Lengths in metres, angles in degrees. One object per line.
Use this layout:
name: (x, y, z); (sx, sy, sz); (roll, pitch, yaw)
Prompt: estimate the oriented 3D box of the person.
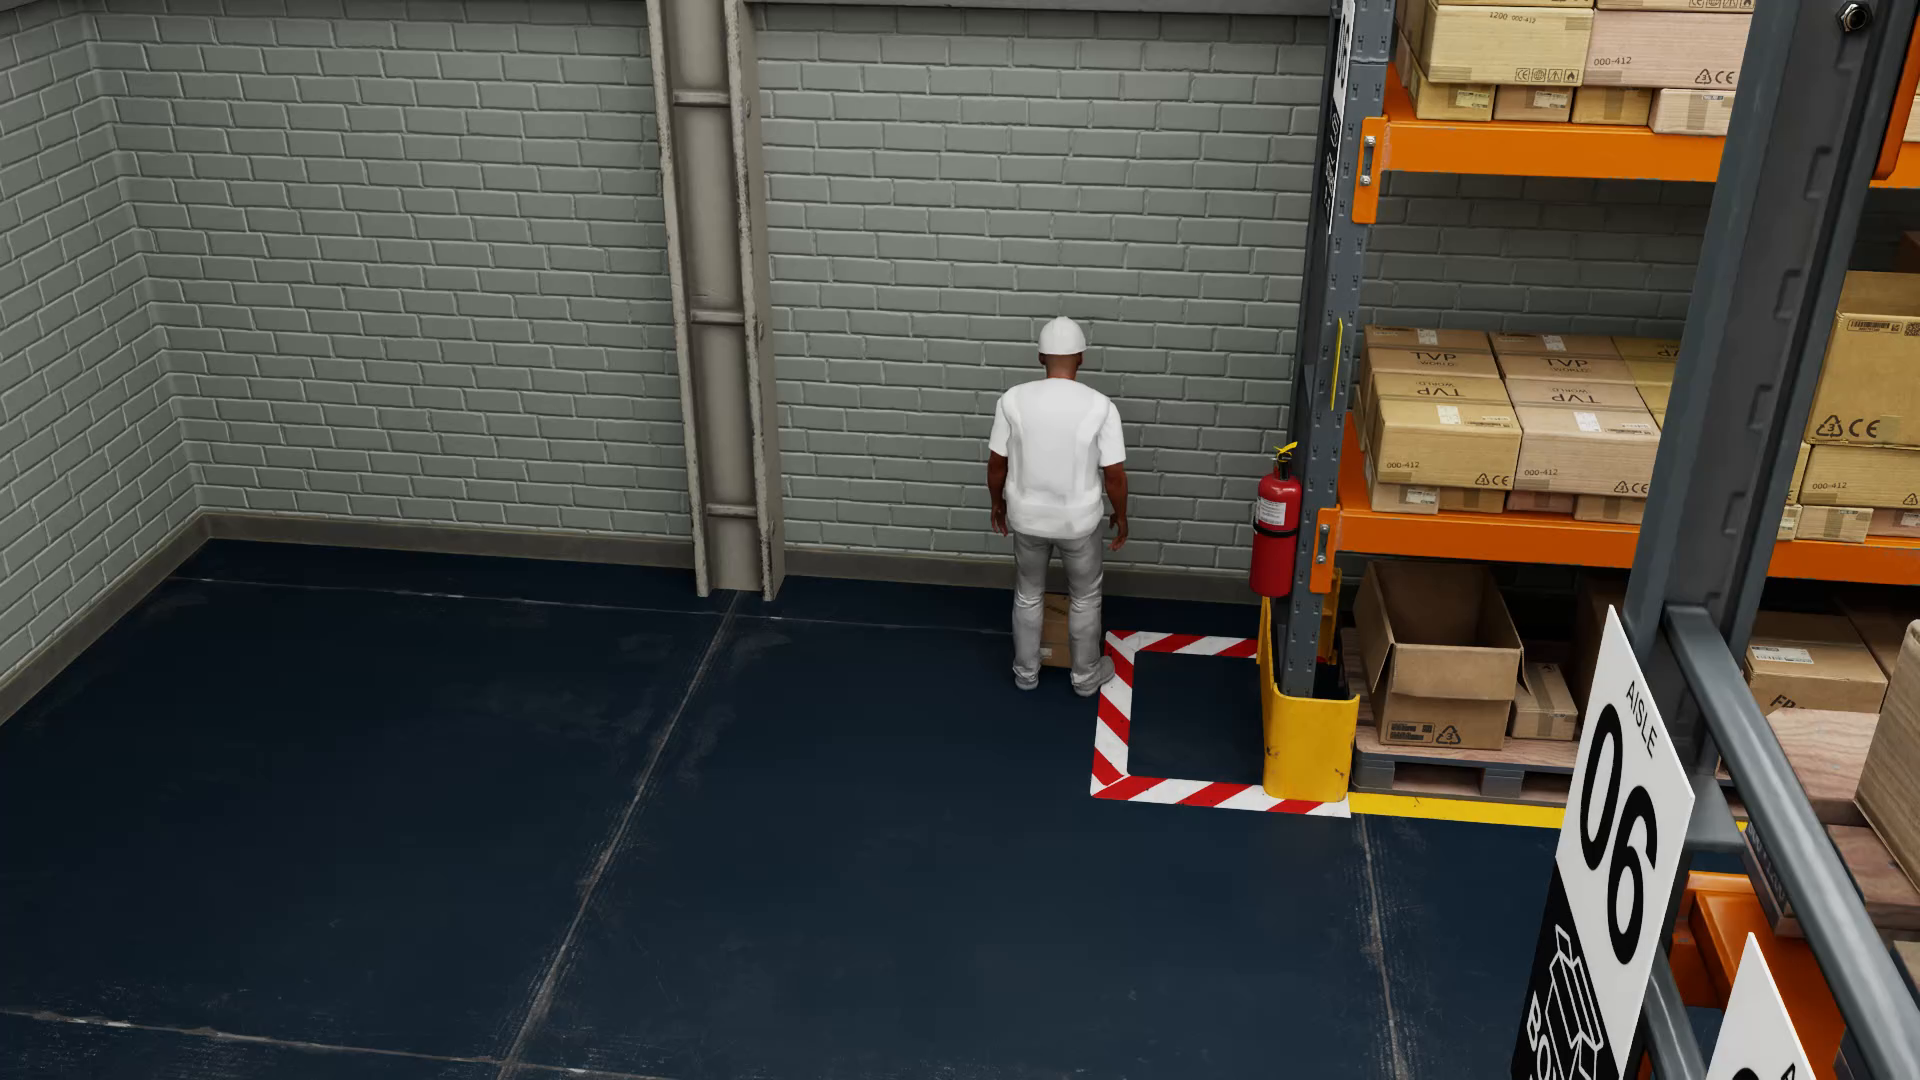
person: (0.434, -0.138, 7.337); (0.628, 1.662, 0.356); (7, 29, 13)
